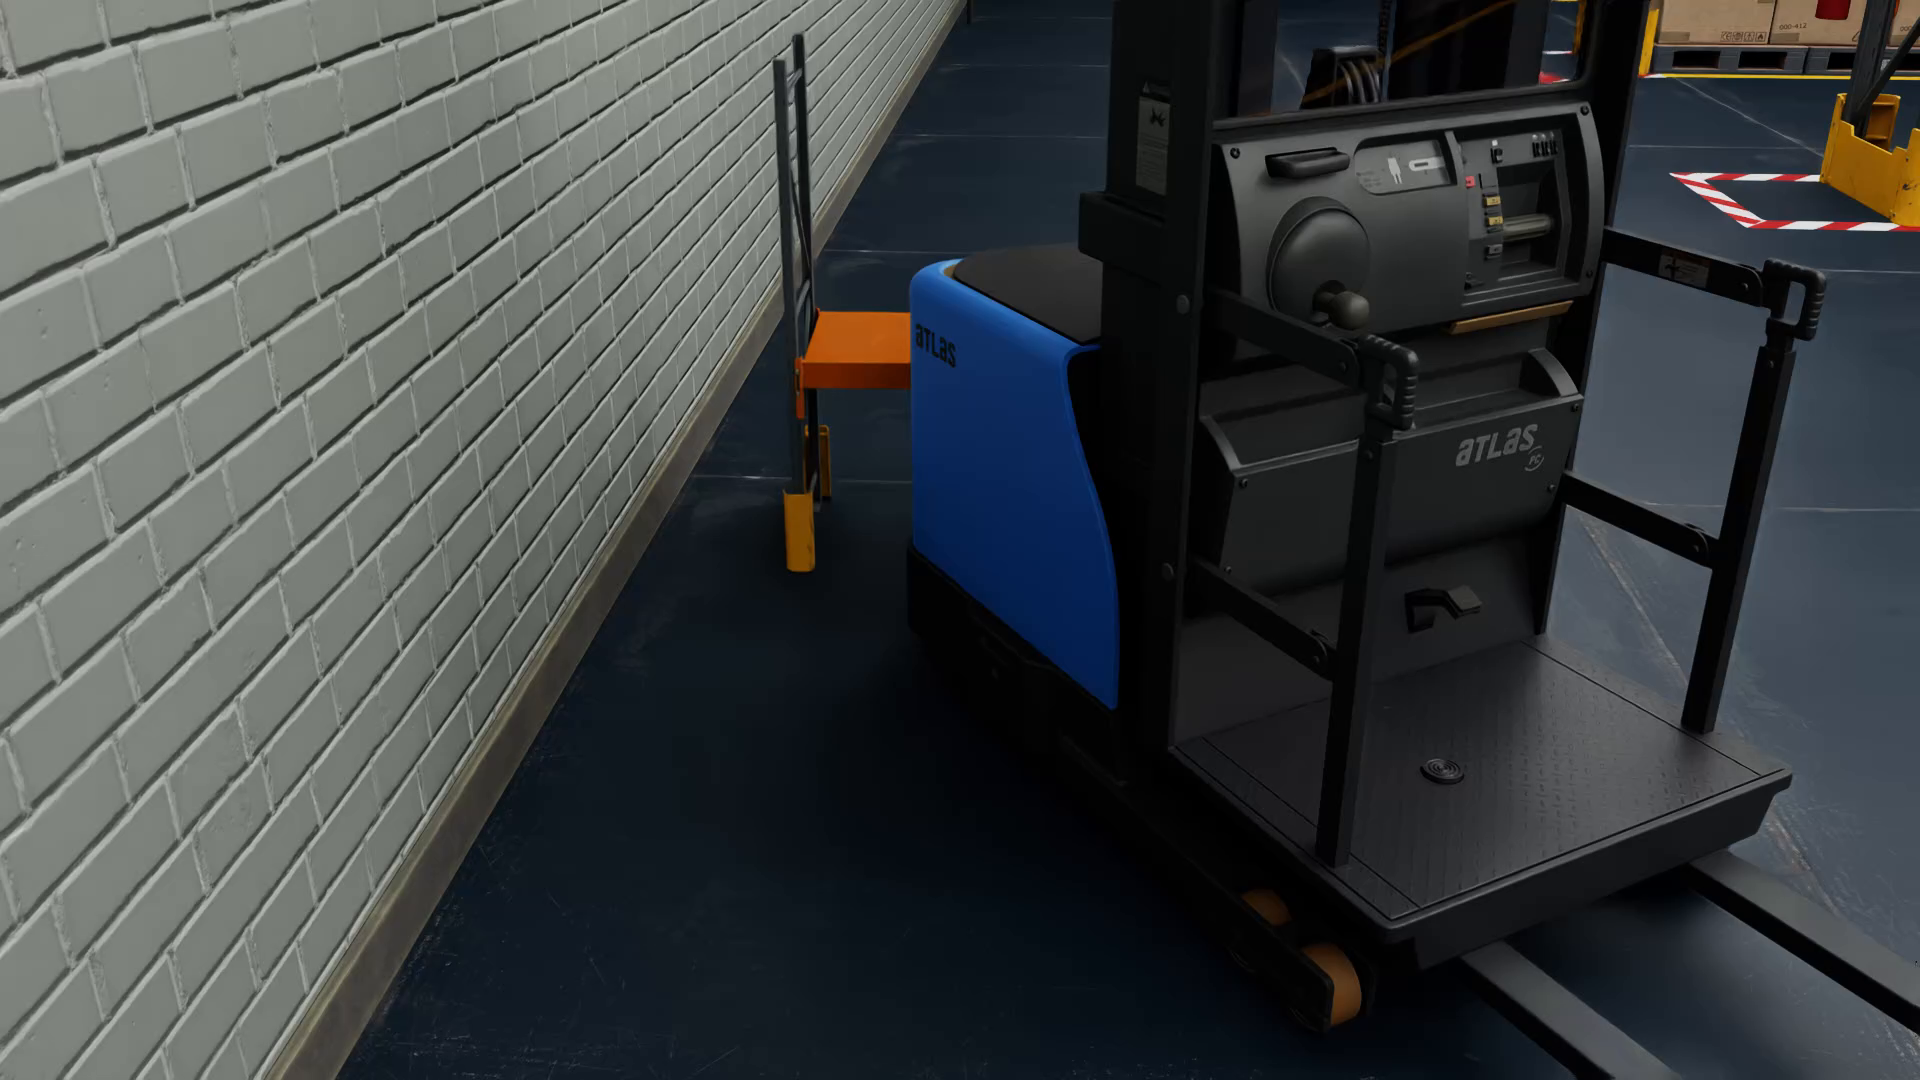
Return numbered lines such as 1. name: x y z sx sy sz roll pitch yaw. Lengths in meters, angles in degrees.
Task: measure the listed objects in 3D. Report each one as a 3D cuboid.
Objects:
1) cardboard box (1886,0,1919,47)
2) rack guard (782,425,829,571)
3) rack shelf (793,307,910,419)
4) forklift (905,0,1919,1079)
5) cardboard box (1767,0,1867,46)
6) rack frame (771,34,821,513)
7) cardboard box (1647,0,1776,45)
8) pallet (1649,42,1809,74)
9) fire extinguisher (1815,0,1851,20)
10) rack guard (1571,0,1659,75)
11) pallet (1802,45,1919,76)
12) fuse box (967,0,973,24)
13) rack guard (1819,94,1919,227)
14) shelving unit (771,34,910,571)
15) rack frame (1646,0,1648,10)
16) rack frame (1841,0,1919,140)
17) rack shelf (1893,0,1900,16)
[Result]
1. cardboard box: 7.923 -4.335 13.645 0.875 0.438 0.875 1 25 2
2. rack guard: -0.485 -0.144 5.263 0.087 0.250 0.587 1 25 1
3. rack shelf: 0.022 -0.543 5.067 1.000 0.185 0.538 1 25 1
4. forklift: 0.996 -0.609 3.067 1.130 2.935 3.031 -13 28 -26
5. cardboard box: 7.024 -4.364 13.709 0.875 0.438 0.875 2 25 5
6. rack frame: -0.486 -0.711 5.002 0.032 1.500 0.500 1 25 1
7. cardboard box: 6.111 -4.390 13.765 0.875 0.438 0.875 1 25 2
8. pallet: 6.248 -4.083 13.871 1.213 0.211 1.003 2 25 4
9. fire extinguisher: 4.951 -3.272 9.312 0.183 0.674 0.296 2 25 4
10. rack guard: 5.421 -4.208 13.797 0.348 0.500 1.175 2 25 4
11. pallet: 7.461 -4.043 13.783 1.213 0.211 1.003 2 25 4
12. fuse box: 0.127 -5.799 15.805 0.414 1.711 0.539 2 25 4
13. rack guard: 5.242 -2.138 9.299 0.348 0.500 1.175 2 25 4
14. shelving unit: 0.013 -0.707 4.992 1.083 1.500 0.587 1 25 1
15. rack frame: 5.445 -5.343 13.273 0.127 3.000 1.000 2 25 4
16. rack frame: 5.167 -3.276 8.782 0.127 3.000 1.000 2 25 4
17. rack shelf: 7.161 -2.886 8.793 4.000 0.370 1.077 2 25 4
